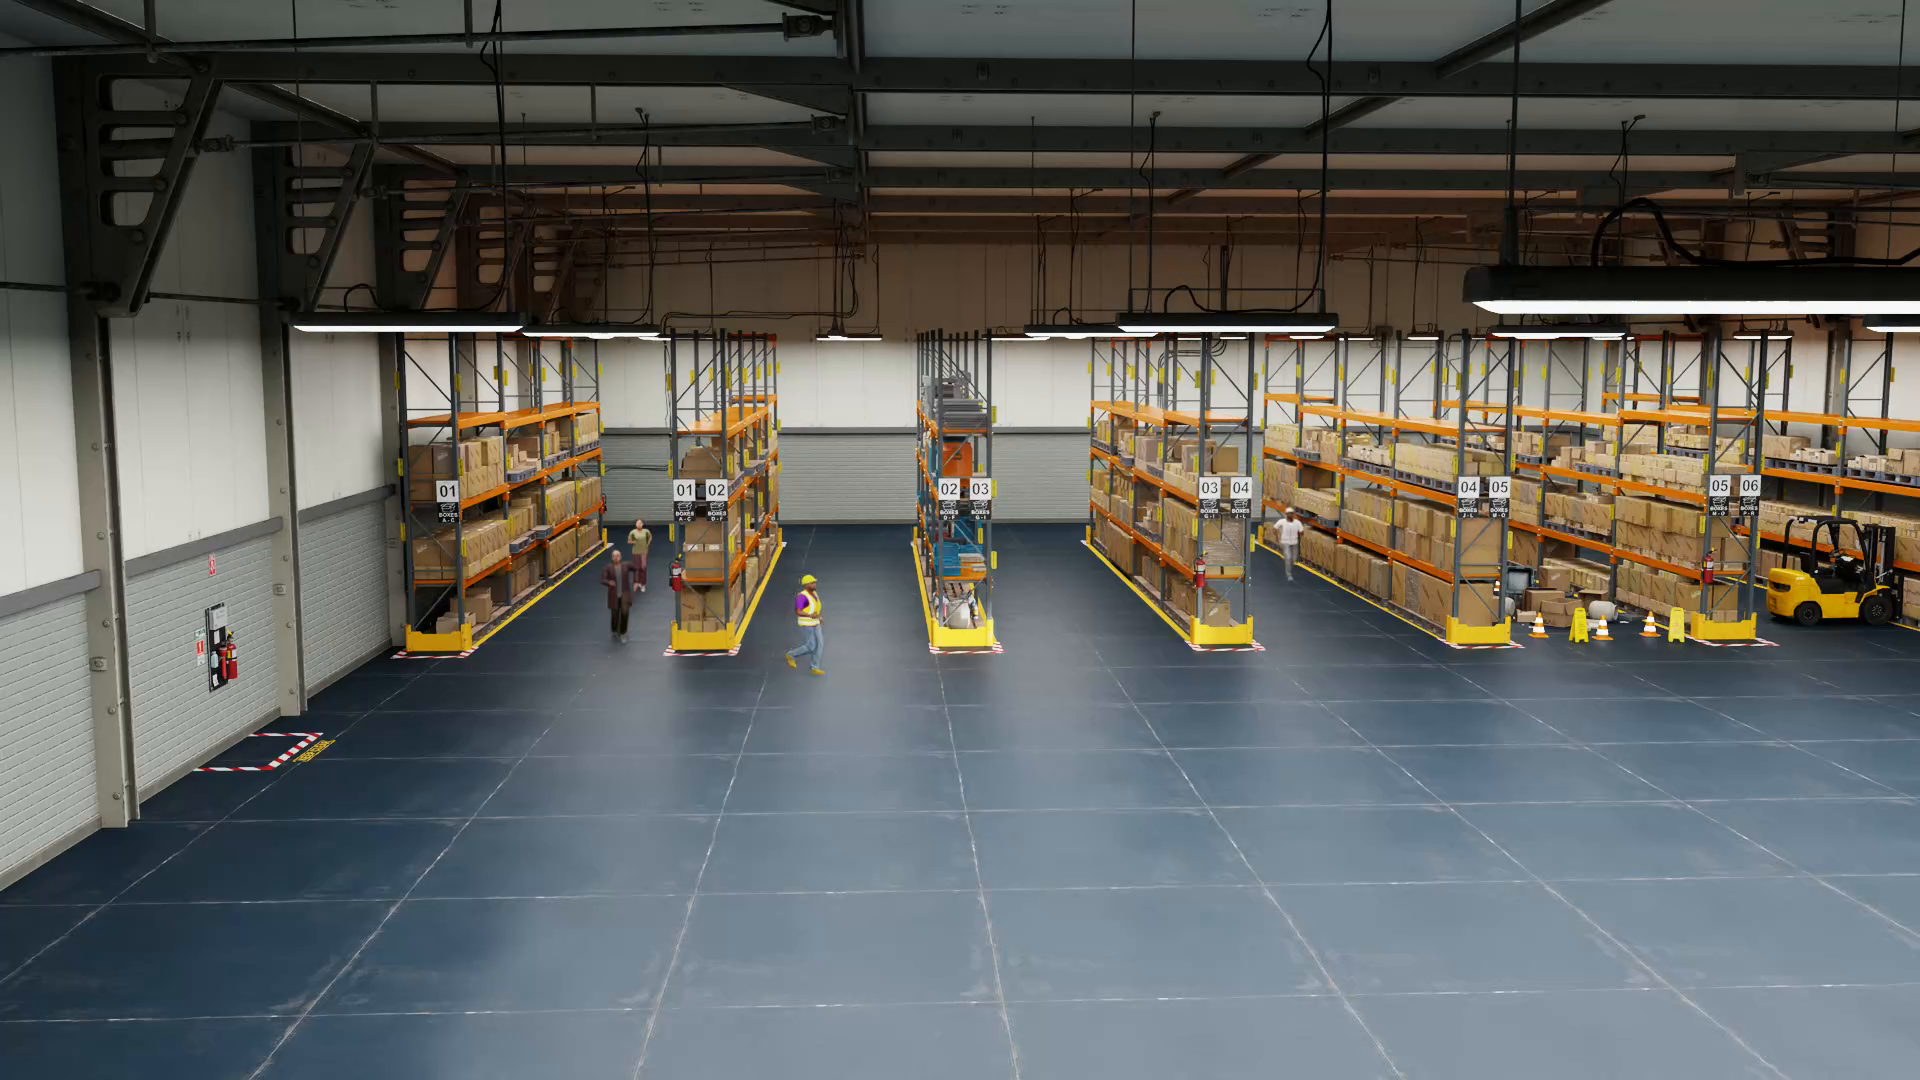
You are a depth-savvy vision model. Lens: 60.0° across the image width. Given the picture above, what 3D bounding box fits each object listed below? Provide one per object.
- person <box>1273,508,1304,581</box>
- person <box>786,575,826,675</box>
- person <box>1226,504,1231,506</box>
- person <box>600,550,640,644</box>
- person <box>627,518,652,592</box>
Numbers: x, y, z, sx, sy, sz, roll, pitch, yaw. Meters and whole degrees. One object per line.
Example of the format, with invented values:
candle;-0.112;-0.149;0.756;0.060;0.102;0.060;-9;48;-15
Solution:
person;7.996;0.083;40.387;0.710;1.746;0.963;-1;7;-5
person;-2.654;1.466;28.853;0.745;1.734;0.703;3;7;23
person;7.418;-0.667;46.999;0.716;1.737;0.746;3;7;21
person;-6.525;1.089;31.945;0.733;1.787;0.958;-1;7;-9
person;-7.438;0.344;38.657;0.571;1.715;0.682;-2;7;-13
